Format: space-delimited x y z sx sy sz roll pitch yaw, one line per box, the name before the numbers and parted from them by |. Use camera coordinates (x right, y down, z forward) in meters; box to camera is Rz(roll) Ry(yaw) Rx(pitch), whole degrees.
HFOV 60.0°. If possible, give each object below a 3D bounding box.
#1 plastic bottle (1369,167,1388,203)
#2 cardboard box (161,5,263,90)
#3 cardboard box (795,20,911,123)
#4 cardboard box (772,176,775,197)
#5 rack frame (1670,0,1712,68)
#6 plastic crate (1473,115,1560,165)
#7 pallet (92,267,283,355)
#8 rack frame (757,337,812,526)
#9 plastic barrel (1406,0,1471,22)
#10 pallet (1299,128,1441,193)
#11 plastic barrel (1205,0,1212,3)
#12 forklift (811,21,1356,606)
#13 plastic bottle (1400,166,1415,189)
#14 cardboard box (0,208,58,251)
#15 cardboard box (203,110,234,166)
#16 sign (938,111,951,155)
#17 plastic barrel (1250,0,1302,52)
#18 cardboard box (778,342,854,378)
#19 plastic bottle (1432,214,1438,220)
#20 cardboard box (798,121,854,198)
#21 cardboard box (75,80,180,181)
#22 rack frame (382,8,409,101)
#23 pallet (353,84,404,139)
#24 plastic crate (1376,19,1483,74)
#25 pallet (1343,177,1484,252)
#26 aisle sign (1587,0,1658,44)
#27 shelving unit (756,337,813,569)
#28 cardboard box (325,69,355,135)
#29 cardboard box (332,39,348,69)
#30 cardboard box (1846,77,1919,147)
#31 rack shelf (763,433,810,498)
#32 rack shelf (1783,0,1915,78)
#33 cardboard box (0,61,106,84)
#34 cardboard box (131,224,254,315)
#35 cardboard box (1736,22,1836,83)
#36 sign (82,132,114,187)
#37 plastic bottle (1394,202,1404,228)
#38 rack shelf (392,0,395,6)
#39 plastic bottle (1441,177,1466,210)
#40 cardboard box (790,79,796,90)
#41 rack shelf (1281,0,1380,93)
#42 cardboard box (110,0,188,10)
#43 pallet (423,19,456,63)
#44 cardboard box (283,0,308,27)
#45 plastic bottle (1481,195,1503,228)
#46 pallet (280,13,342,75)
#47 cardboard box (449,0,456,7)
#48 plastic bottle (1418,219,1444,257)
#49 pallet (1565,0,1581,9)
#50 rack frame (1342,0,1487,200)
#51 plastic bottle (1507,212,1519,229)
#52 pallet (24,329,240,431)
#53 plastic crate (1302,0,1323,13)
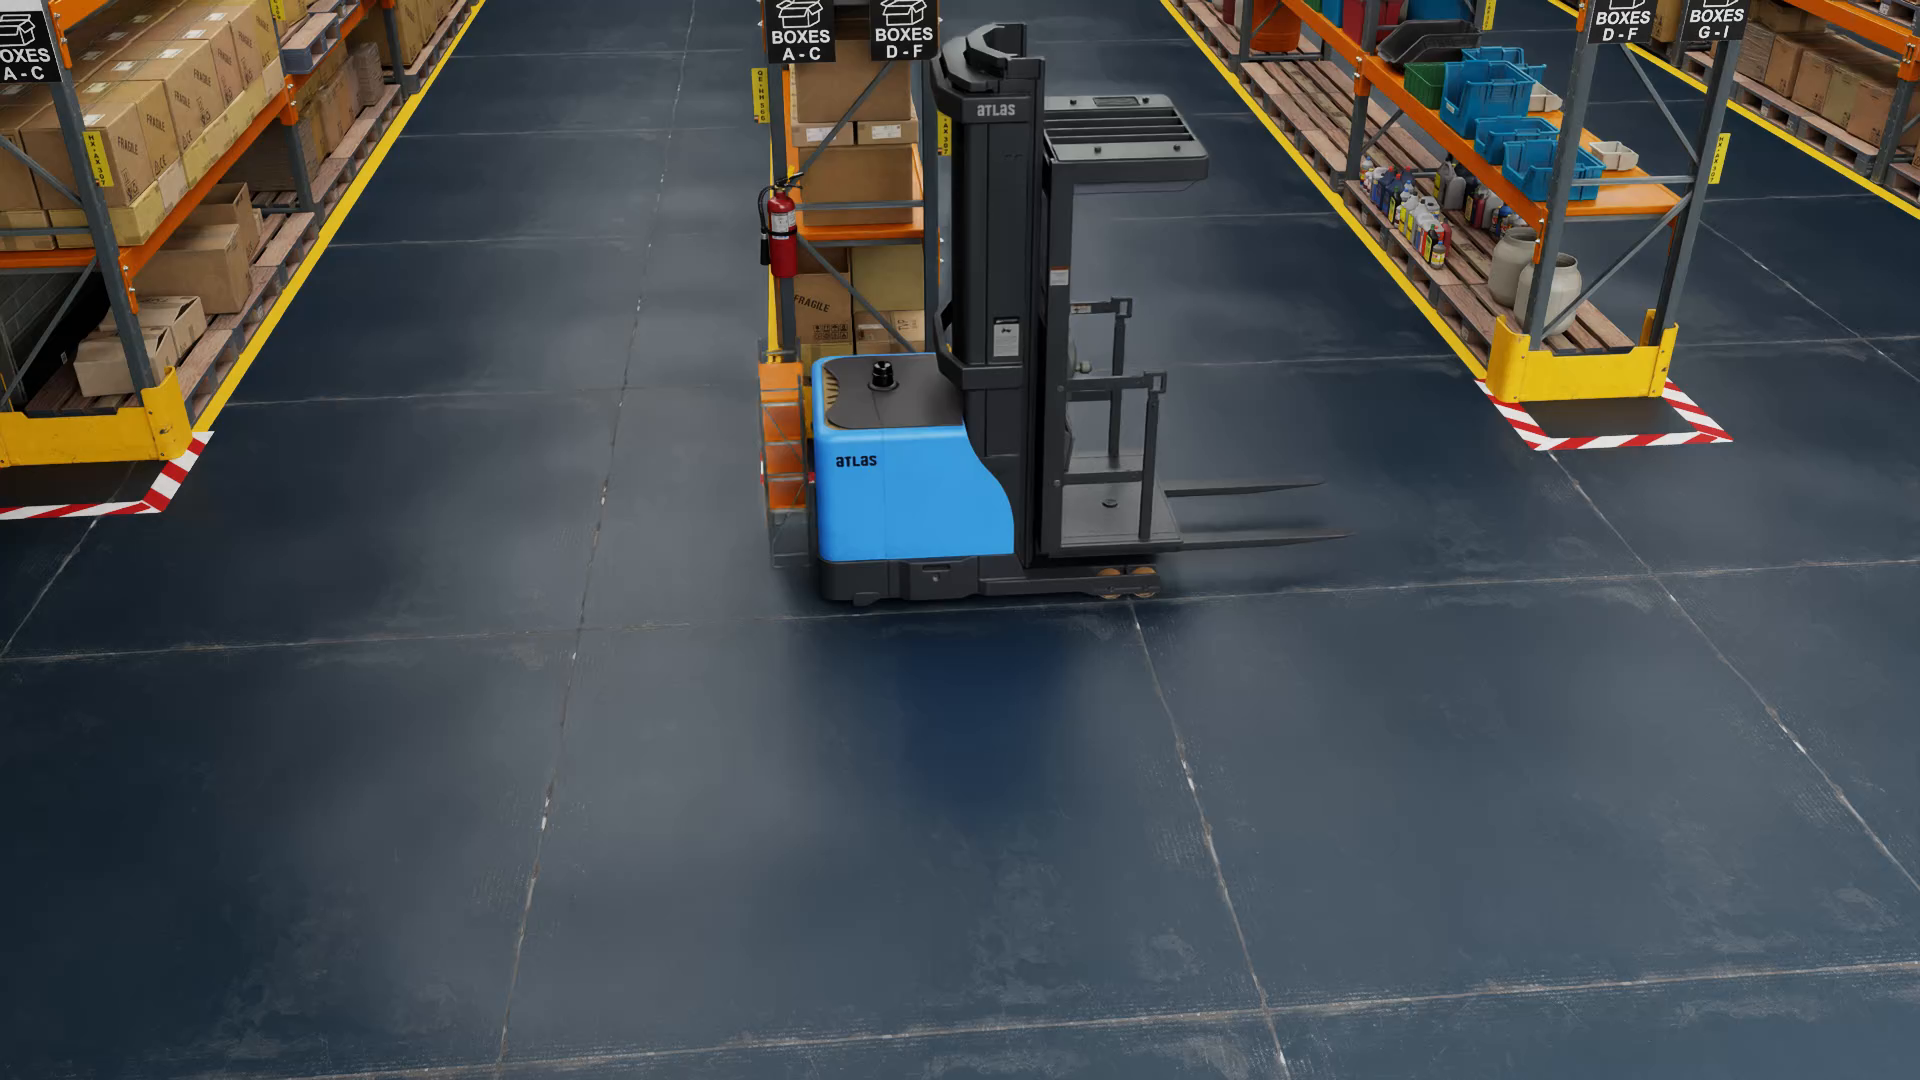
plastic bottle | 3.572 -3.011 14.093 0.152 0.276 0.135 -2 31 -3
cardboard box | -5.538 -3.649 12.330 0.500 0.500 0.500 -3 31 -5
cardboard box | -0.673 -2.927 10.363 0.700 0.500 0.500 -3 31 -4
cardboard box | -1.137 -2.408 12.396 0.500 0.500 0.500 -3 31 -5
rack frame | 8.478 -6.618 17.905 1.000 3.000 0.127 -3 31 -5
plastic crate | 3.895 -2.806 11.667 0.499 0.251 0.408 -3 31 -5
pallet | -5.728 -1.702 12.393 1.003 0.211 1.213 -3 31 -5
rack frame | -1.007 -0.611 9.600 0.240 1.200 0.015 -3 31 -4
plastic barrel | 4.186 -4.766 14.315 0.600 0.901 0.708 -3 31 -5
pallet | 3.809 -3.541 15.472 1.003 0.211 1.213 -3 31 -5
plastic barrel | 3.273 -7.063 20.286 0.600 0.901 0.708 -3 31 -5
forklift | 0.695 -1.200 8.900 3.031 2.935 1.130 -3 31 -5
plastic bottle | 3.727 -2.965 13.944 0.144 0.351 0.185 -3 31 -5
cardboard box | -5.806 -1.996 10.293 0.500 0.250 0.500 -2 31 -4
cardboard box | -5.448 -2.814 11.662 0.500 0.250 0.500 -2 31 -4
sign | -0.084 -2.490 10.073 0.100 0.325 0.005 -3 31 -5
plastic barrel | 3.484 -5.879 18.374 0.600 0.830 0.708 -3 31 -5
cardboard box | -0.982 -1.321 11.308 0.500 0.250 0.500 -3 31 -5
plastic bottle | 3.774 -2.514 13.334 0.097 0.201 0.097 0 31 0
cardboard box | -0.722 -2.611 11.099 0.700 0.500 0.500 -2 31 -3
cardboard box | -5.351 -2.599 10.572 0.500 0.500 0.500 -3 31 -4
rack frame | -6.317 -5.906 16.713 1.000 3.000 0.127 -3 31 -5
pallet | -6.245 -4.310 16.760 1.003 0.211 1.213 -3 31 -5
plastic crate | 3.843 -4.039 13.647 0.767 0.338 0.504 -3 31 -5
pallet | 3.942 -2.797 14.227 1.003 0.211 1.213 -3 31 -5
aisle sign | 4.006 -3.362 9.918 0.394 0.787 0.004 -3 31 -5
shelving unit | -0.985 -0.486 9.391 0.258 1.200 0.503 -3 31 -4
cardboard box | -6.190 -4.136 15.758 0.700 0.500 0.500 -3 31 -5
cardboard box | -6.207 -4.685 15.946 0.500 0.250 0.500 -2 31 -4
cardboard box | 8.816 -4.006 15.541 0.700 0.500 0.500 -5 31 -8
rack shelf | -0.984 -0.428 9.426 0.258 0.148 0.480 -3 31 -4
rack shelf | 8.665 -5.288 16.380 1.077 0.370 4.000 -3 31 -5
cardboard box | -5.915 -2.840 10.975 0.500 0.500 0.500 -4 31 -6
cardboard box | -5.616 -1.963 12.120 0.700 0.500 0.500 -5 31 -8
cardboard box | 8.625 -5.110 17.389 0.700 0.500 0.500 -5 31 -9
sign | -5.029 -2.220 9.697 0.100 0.325 0.005 -3 31 -5
plastic bottle | 3.604 -2.652 13.565 0.097 0.201 0.097 0 31 0
rack shelf | -6.503 -6.619 18.607 1.077 0.370 4.000 -3 31 -5
plastic bottle | 4.141 -2.926 13.950 0.152 0.276 0.135 -3 31 -5
cardboard box | -0.934 -2.961 11.053 0.380 0.149 0.250 -2 31 -4
rack shelf | 3.734 -5.051 15.983 1.077 0.370 4.000 -3 31 -5
cardboard box | -6.107 -3.880 12.717 0.500 0.500 0.500 -3 31 -6
pallet | -6.426 -5.737 19.149 1.003 0.211 1.213 -3 31 -5
cardboard box | -6.002 -4.643 14.072 0.700 0.500 0.500 0 31 1
plastic bottle | 4.327 -2.697 13.568 0.152 0.276 0.135 -2 31 -4
pallet | -5.869 -4.179 14.008 1.003 0.211 1.213 -3 31 -5
cardboard box | -6.500 -6.880 20.031 0.750 0.750 0.750 -2 31 -4
plastic bottle | 3.690 -2.363 13.008 0.152 0.276 0.135 -3 31 -4
pallet | 8.252 -7.073 21.386 1.003 0.211 1.213 -3 31 -5
rack frame | 3.921 -4.339 14.089 1.000 3.000 0.127 -3 31 -5
plastic bottle | 4.394 -2.481 13.210 0.097 0.271 0.097 0 31 0
pallet | -5.617 -1.080 11.353 1.003 0.211 1.213 -3 31 -5
plastic crate | 3.477 -5.124 15.609 0.450 0.188 0.662 -3 31 -5
